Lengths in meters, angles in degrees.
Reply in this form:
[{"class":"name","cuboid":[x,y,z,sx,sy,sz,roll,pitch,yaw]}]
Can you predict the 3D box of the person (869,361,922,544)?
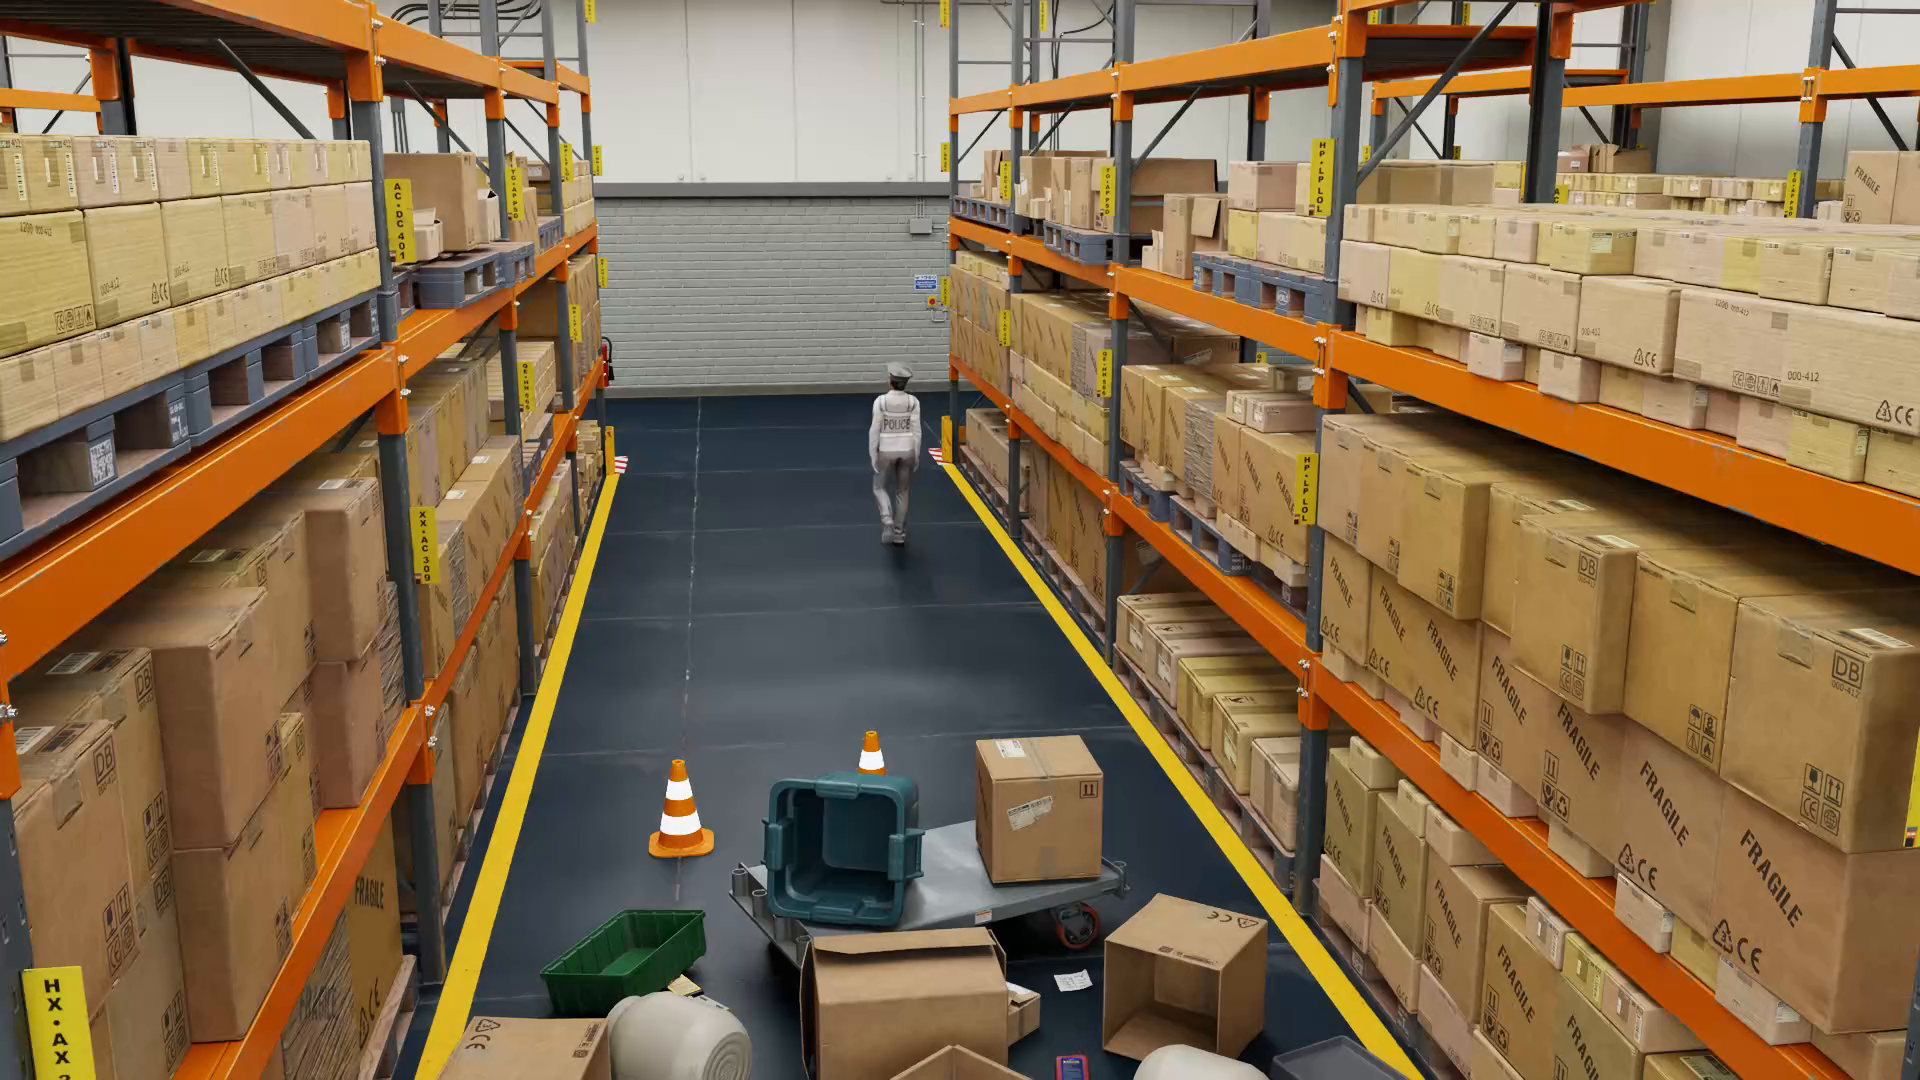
[{"class":"person","cuboid":[-0.589,-0.780,15.137,0.485,1.679,0.524,-2,13,-10]}]
